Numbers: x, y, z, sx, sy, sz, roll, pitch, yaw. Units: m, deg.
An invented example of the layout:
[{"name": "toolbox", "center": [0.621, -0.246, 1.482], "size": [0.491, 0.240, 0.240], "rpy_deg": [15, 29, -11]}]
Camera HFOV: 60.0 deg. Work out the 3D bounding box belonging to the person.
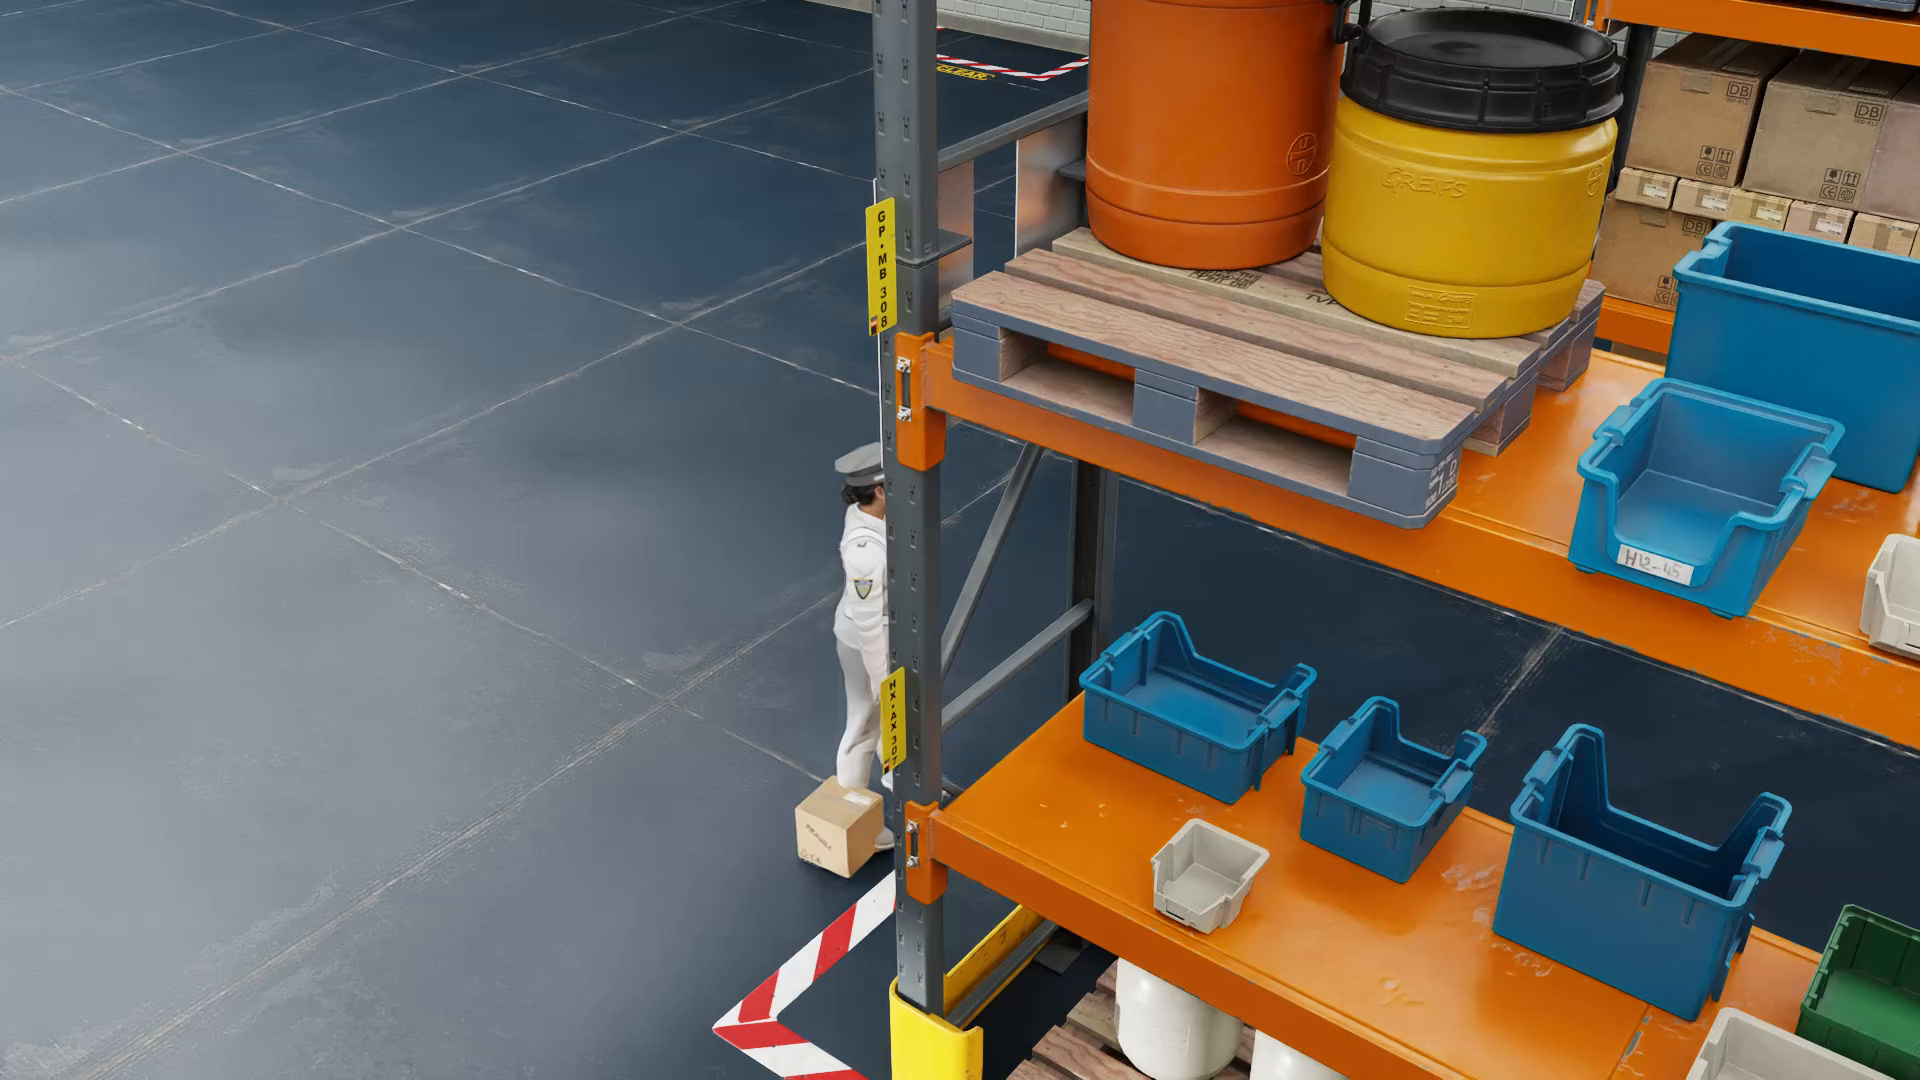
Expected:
[{"name": "person", "center": [-0.274, 0.363, 6.488], "size": [0.475, 1.671, 0.516], "rpy_deg": [-6, 32, -10]}]
